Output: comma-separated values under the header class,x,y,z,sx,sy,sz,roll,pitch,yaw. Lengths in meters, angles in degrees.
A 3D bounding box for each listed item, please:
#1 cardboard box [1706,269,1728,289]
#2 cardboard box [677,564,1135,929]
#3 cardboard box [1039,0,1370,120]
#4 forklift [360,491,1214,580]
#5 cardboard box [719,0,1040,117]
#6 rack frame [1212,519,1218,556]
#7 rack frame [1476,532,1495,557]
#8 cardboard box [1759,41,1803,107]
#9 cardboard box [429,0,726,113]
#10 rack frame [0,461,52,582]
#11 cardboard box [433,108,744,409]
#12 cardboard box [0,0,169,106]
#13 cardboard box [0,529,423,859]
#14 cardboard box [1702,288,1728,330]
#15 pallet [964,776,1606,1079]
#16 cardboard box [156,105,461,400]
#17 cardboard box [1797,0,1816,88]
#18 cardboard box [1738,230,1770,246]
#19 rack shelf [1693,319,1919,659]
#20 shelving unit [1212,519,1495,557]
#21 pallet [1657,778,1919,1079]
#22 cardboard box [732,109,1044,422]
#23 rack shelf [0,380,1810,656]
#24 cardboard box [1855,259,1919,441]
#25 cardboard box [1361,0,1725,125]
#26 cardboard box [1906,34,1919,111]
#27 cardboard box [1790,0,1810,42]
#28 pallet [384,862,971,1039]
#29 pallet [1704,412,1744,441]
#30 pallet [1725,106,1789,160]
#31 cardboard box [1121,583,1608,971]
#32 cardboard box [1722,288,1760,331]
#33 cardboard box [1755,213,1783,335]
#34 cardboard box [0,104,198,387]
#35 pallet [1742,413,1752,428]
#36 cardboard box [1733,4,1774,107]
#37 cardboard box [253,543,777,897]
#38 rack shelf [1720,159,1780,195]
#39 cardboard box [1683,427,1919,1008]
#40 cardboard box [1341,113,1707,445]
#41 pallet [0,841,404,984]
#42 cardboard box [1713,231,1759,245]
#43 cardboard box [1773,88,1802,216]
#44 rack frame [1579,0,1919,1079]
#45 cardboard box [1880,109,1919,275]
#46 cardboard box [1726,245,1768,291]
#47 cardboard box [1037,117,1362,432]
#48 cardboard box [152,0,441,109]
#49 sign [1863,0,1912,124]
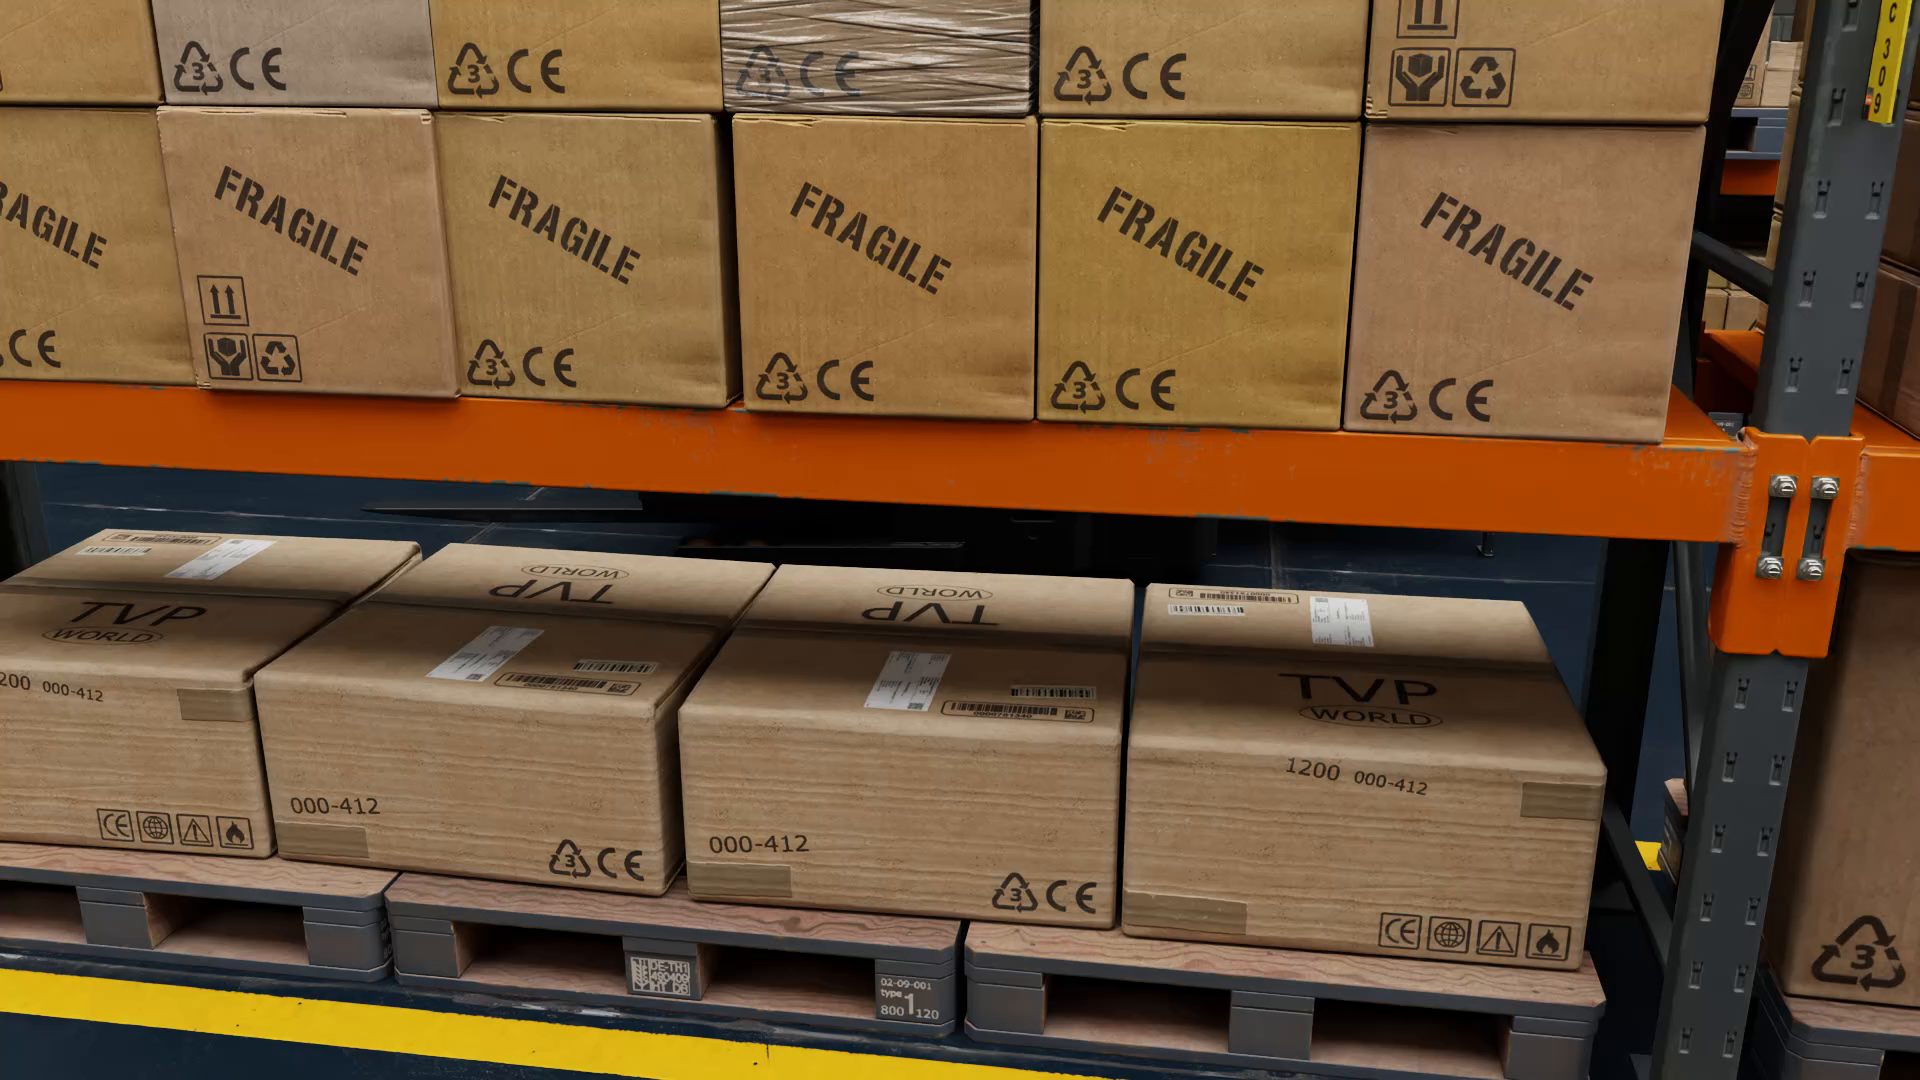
class,x,y,z,sx,sy,sz,roll,pitch,yaw
cardboard box,3.326,-1.254,7.579,0.250,0.149,0.380,3,19,8
cardboard box,-0.070,0.418,3.701,0.875,0.438,0.875,2,19,7
cardboard box,0.407,-0.974,2.754,0.500,0.500,0.500,3,19,8
forklift,-0.624,-1.391,5.842,3.031,2.935,1.130,0,19,0
cardboard box,-0.097,-0.997,2.822,0.500,0.500,0.500,3,19,9
rack frame,0.929,-0.730,6.121,0.032,1.500,0.500,0,18,0
rack frame,1.945,-0.727,6.113,0.032,1.500,0.500,0,18,0
cardboard box,3.511,-1.988,7.067,0.258,0.266,0.396,4,19,11
cardboard box,-0.590,-1.025,2.905,0.500,0.500,0.500,3,19,9
rack frame,-2.533,-0.689,3.634,0.127,3.000,1.000,3,19,9
cardboard box,-0.604,-0.554,3.074,0.500,0.500,0.500,4,19,10
cardboard box,-1.593,-1.073,3.049,0.500,0.500,0.500,2,19,7
cardboard box,-1.865,0.329,3.968,0.875,0.438,0.875,2,19,7
cardboard box,3.170,-0.938,7.656,0.500,0.500,0.500,3,19,8
pallet,0.678,0.772,3.662,1.213,0.211,1.003,3,19,9
cardboard box,-1.101,-0.574,3.134,0.500,0.500,0.500,3,19,8
cardboard box,1.898,-1.065,3.026,0.500,0.500,0.500,4,19,10
cardboard box,3.894,-1.384,7.967,0.250,0.149,0.380,3,19,9
rack shelf,3.391,-0.046,2.846,4.000,0.370,1.077,3,19,9
shelving unit,1.437,-0.729,6.117,1.048,1.500,0.538,0,18,0
pallet,2.191,0.850,3.429,1.213,0.211,1.003,3,19,9
cardboard box,-0.089,-0.523,2.981,0.500,0.500,0.500,3,19,8
rack shelf,-0.558,-0.247,3.447,4.000,0.370,1.077,3,19,9
cardboard box,1.809,-0.311,2.743,0.500,0.250,0.500,2,19,7
cardboard box,0.907,-0.946,2.670,0.500,0.500,0.500,3,19,8
cardboard box,1.806,-0.897,2.522,0.500,0.500,0.500,3,19,9
cardboard box,3.929,-2.129,7.120,0.500,0.500,0.700,3,19,8
pallet,-0.530,0.712,3.844,1.213,0.211,1.003,3,19,9
pallet,3.009,-0.691,8.036,1.213,0.211,1.003,3,19,9
pallet,2.972,-1.877,7.489,1.213,0.211,1.003,3,19,9
cardboard box,0.814,0.463,3.567,0.875,0.438,0.875,3,19,8
cardboard box,3.662,-0.911,7.577,0.500,0.500,0.500,2,19,7
cardboard box,1.900,-0.473,3.225,0.500,0.250,0.500,2,19,7
cardboard box,-1.600,-0.605,3.227,0.500,0.500,0.500,3,19,8
pallet,4.218,-0.630,7.855,1.213,0.211,1.003,3,19,9
cardboard box,3.154,-2.169,7.238,0.500,0.500,0.700,3,19,9
cardboard box,-0.960,0.373,3.839,0.875,0.438,0.875,3,19,10
rack shelf,4.175,-1.601,7.494,4.000,0.370,1.077,3,19,9
cardboard box,2.042,0.327,3.285,0.875,0.875,0.875,4,19,10
cardboard box,0.918,-0.478,2.847,0.500,0.500,0.500,3,19,9
pallet,-1.731,0.649,4.029,1.213,0.211,1.003,3,19,9
cardboard box,3.632,-1.379,7.953,0.250,0.149,0.380,3,19,10
cardboard box,1.891,-0.707,3.138,0.500,0.250,0.500,3,19,9
rack frame,1.417,-0.487,3.032,0.127,3.000,1.000,3,19,9
cardboard box,1.806,-0.543,2.647,0.500,0.250,0.500,2,19,7
cardboard box,3.567,-1.230,7.506,0.250,0.149,0.380,3,19,9
cardboard box,0.409,-0.502,2.919,0.500,0.500,0.500,2,19,7
cardboard box,-1.083,-1.050,2.979,0.500,0.500,0.500,3,19,8
sign,1.330,-0.762,2.363,0.005,0.325,0.100,3,19,9
